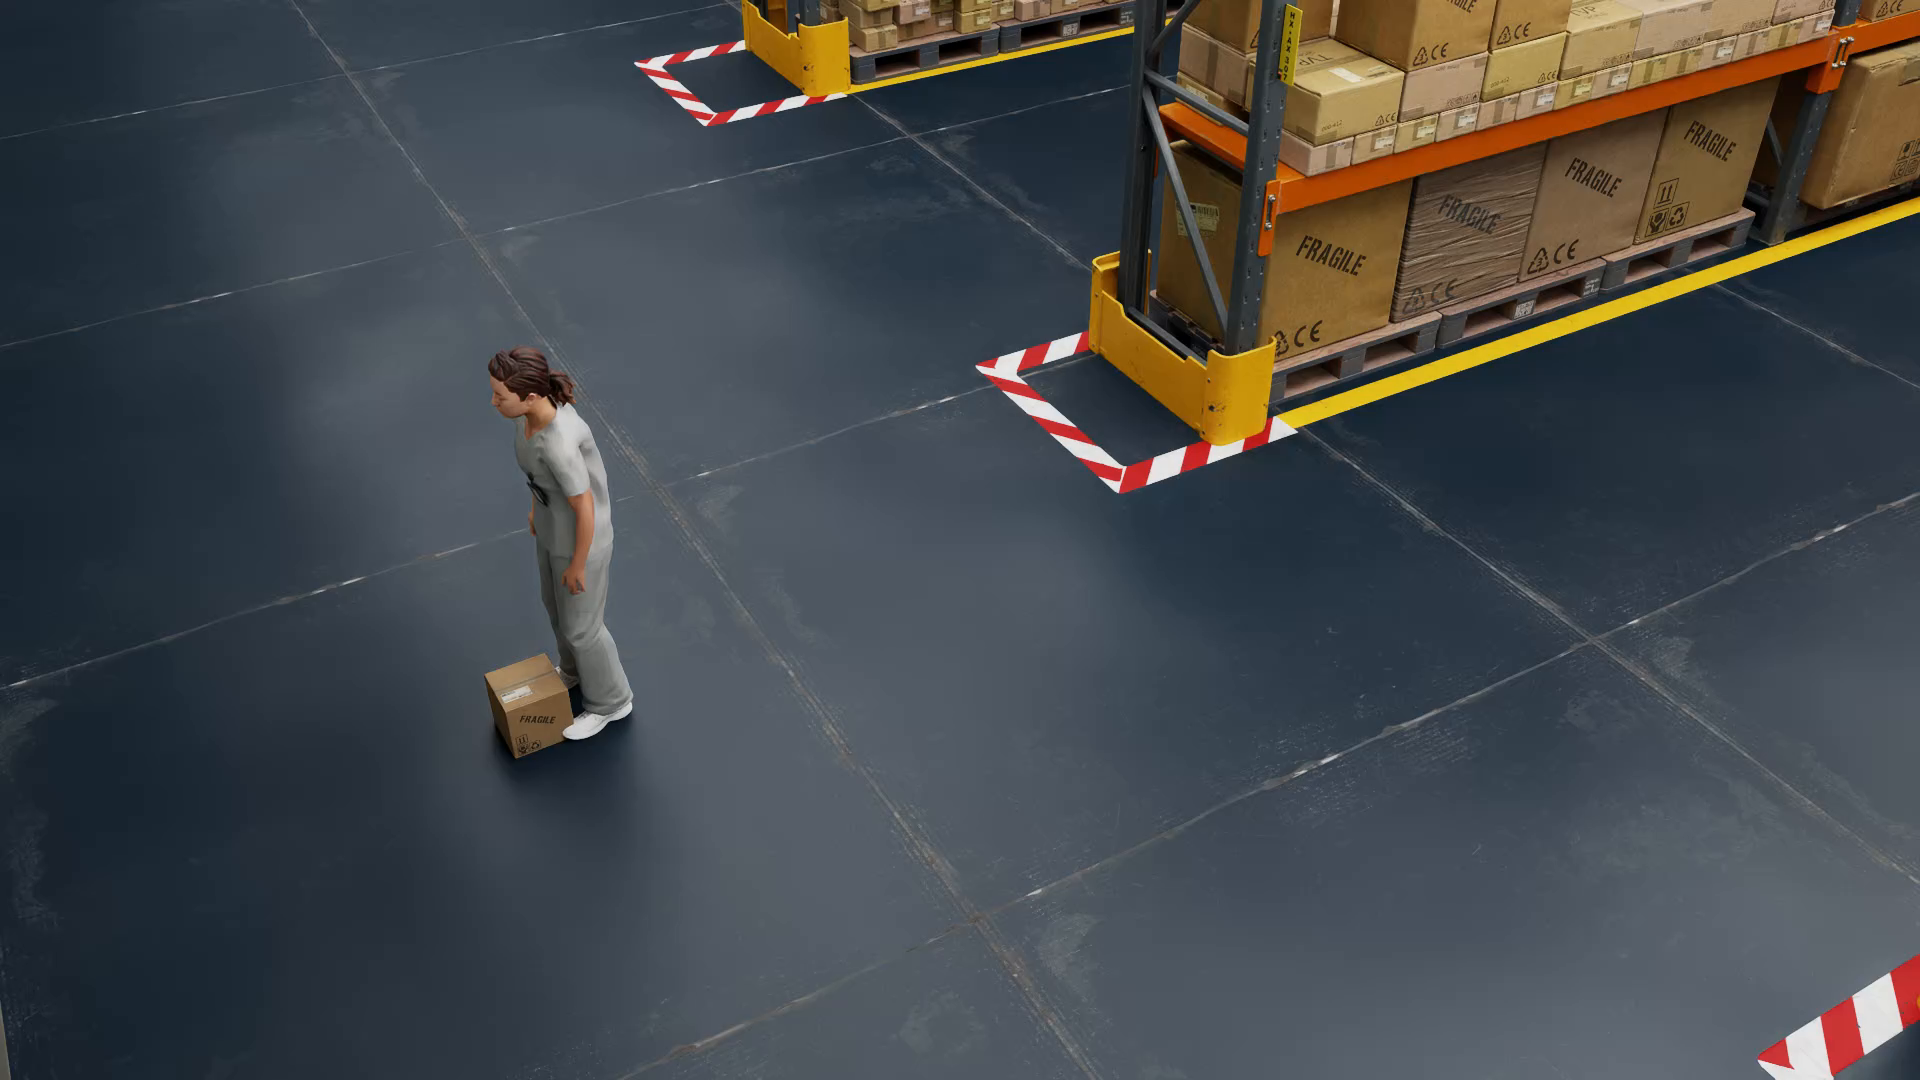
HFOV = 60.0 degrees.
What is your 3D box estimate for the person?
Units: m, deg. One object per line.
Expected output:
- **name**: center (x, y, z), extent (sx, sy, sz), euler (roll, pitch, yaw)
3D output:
- **person**: center (-1.466, -0.004, 6.156), extent (0.354, 1.673, 0.490), euler (-19, 41, -24)
